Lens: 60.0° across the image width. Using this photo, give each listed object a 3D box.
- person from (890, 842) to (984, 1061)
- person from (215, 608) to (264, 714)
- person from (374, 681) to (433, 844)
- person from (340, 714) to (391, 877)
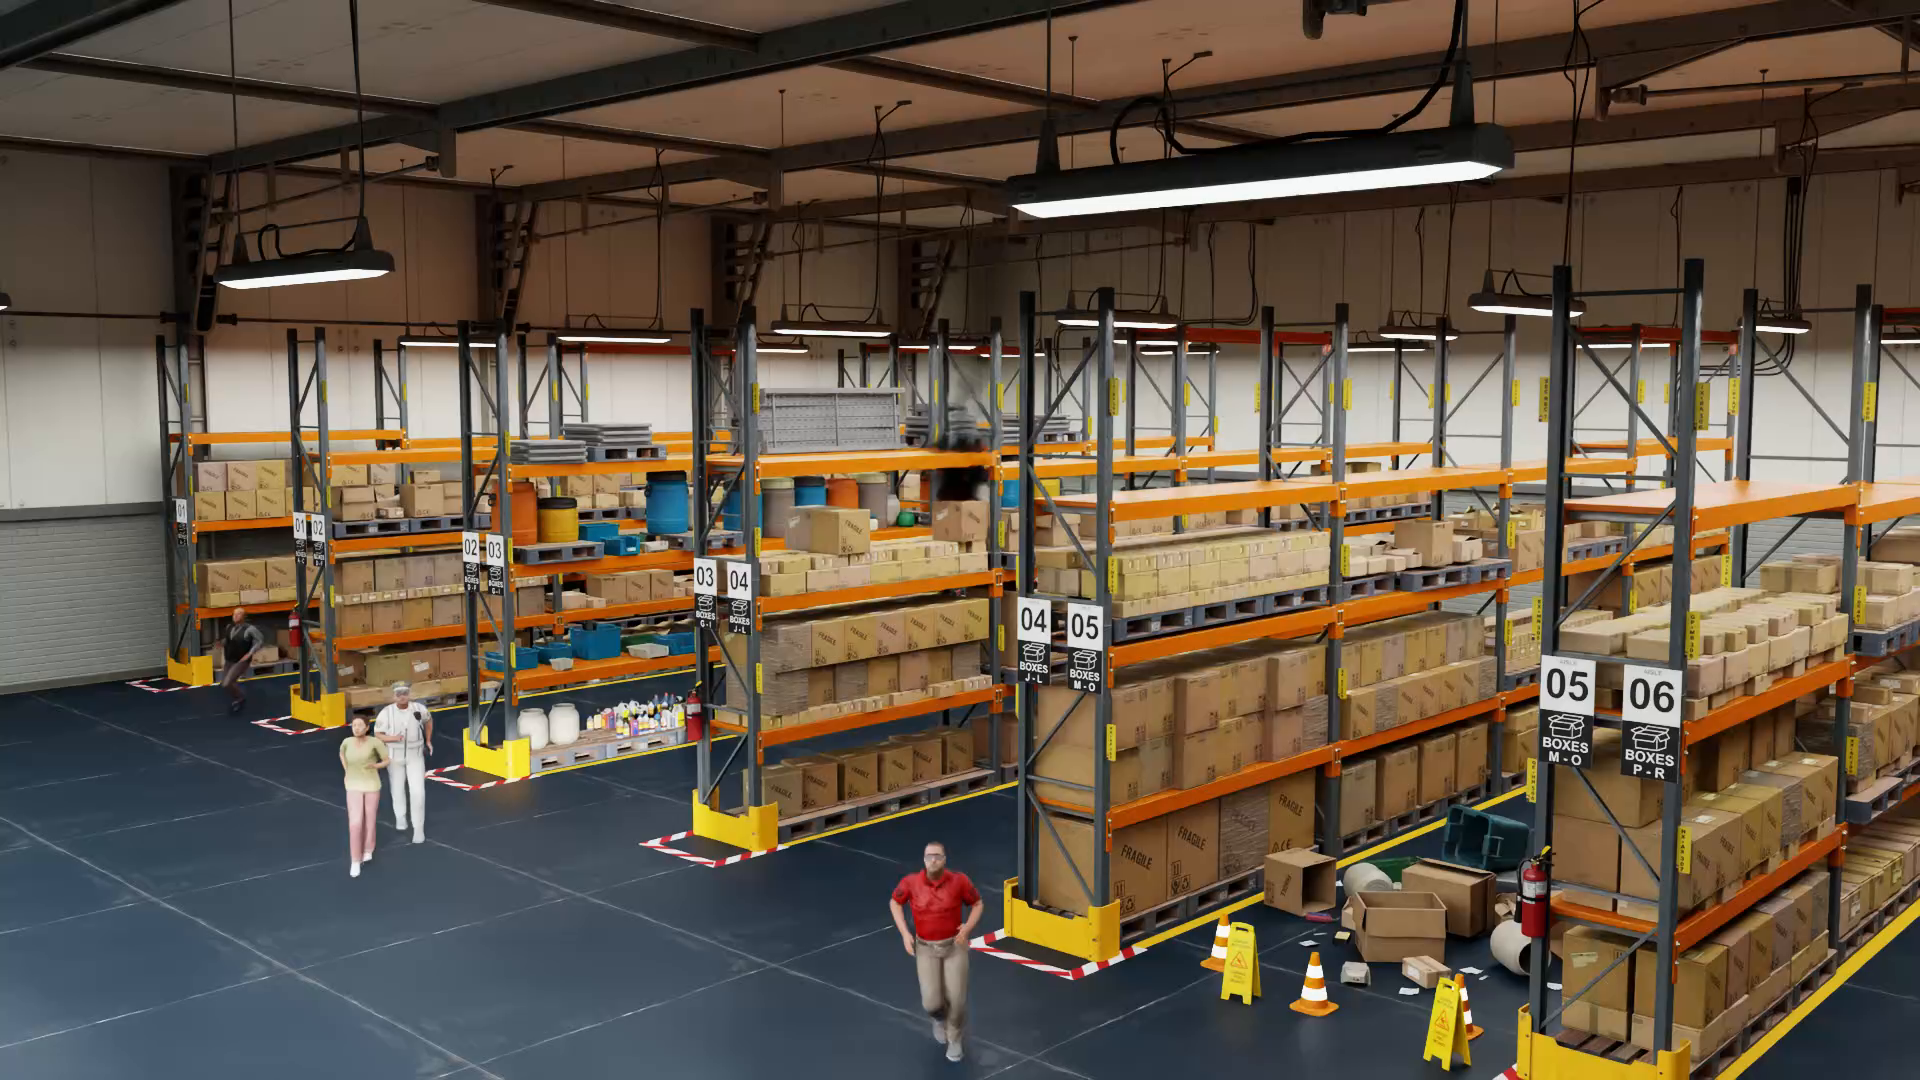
[{"bbox_3d":[-0.174,3.146,12.763,0.721,1.681,0.629,0,5,-2],"label":"person"},{"bbox_3d":[-11.303,1.899,25.982,0.665,1.680,0.607,3,6,28],"label":"person"},{"bbox_3d":[-6.324,2.503,18.942,0.634,1.847,0.812,-2,6,-18],"label":"person"},{"bbox_3d":[-6.320,2.690,17.685,0.546,1.725,0.717,-1,6,-13],"label":"person"}]
